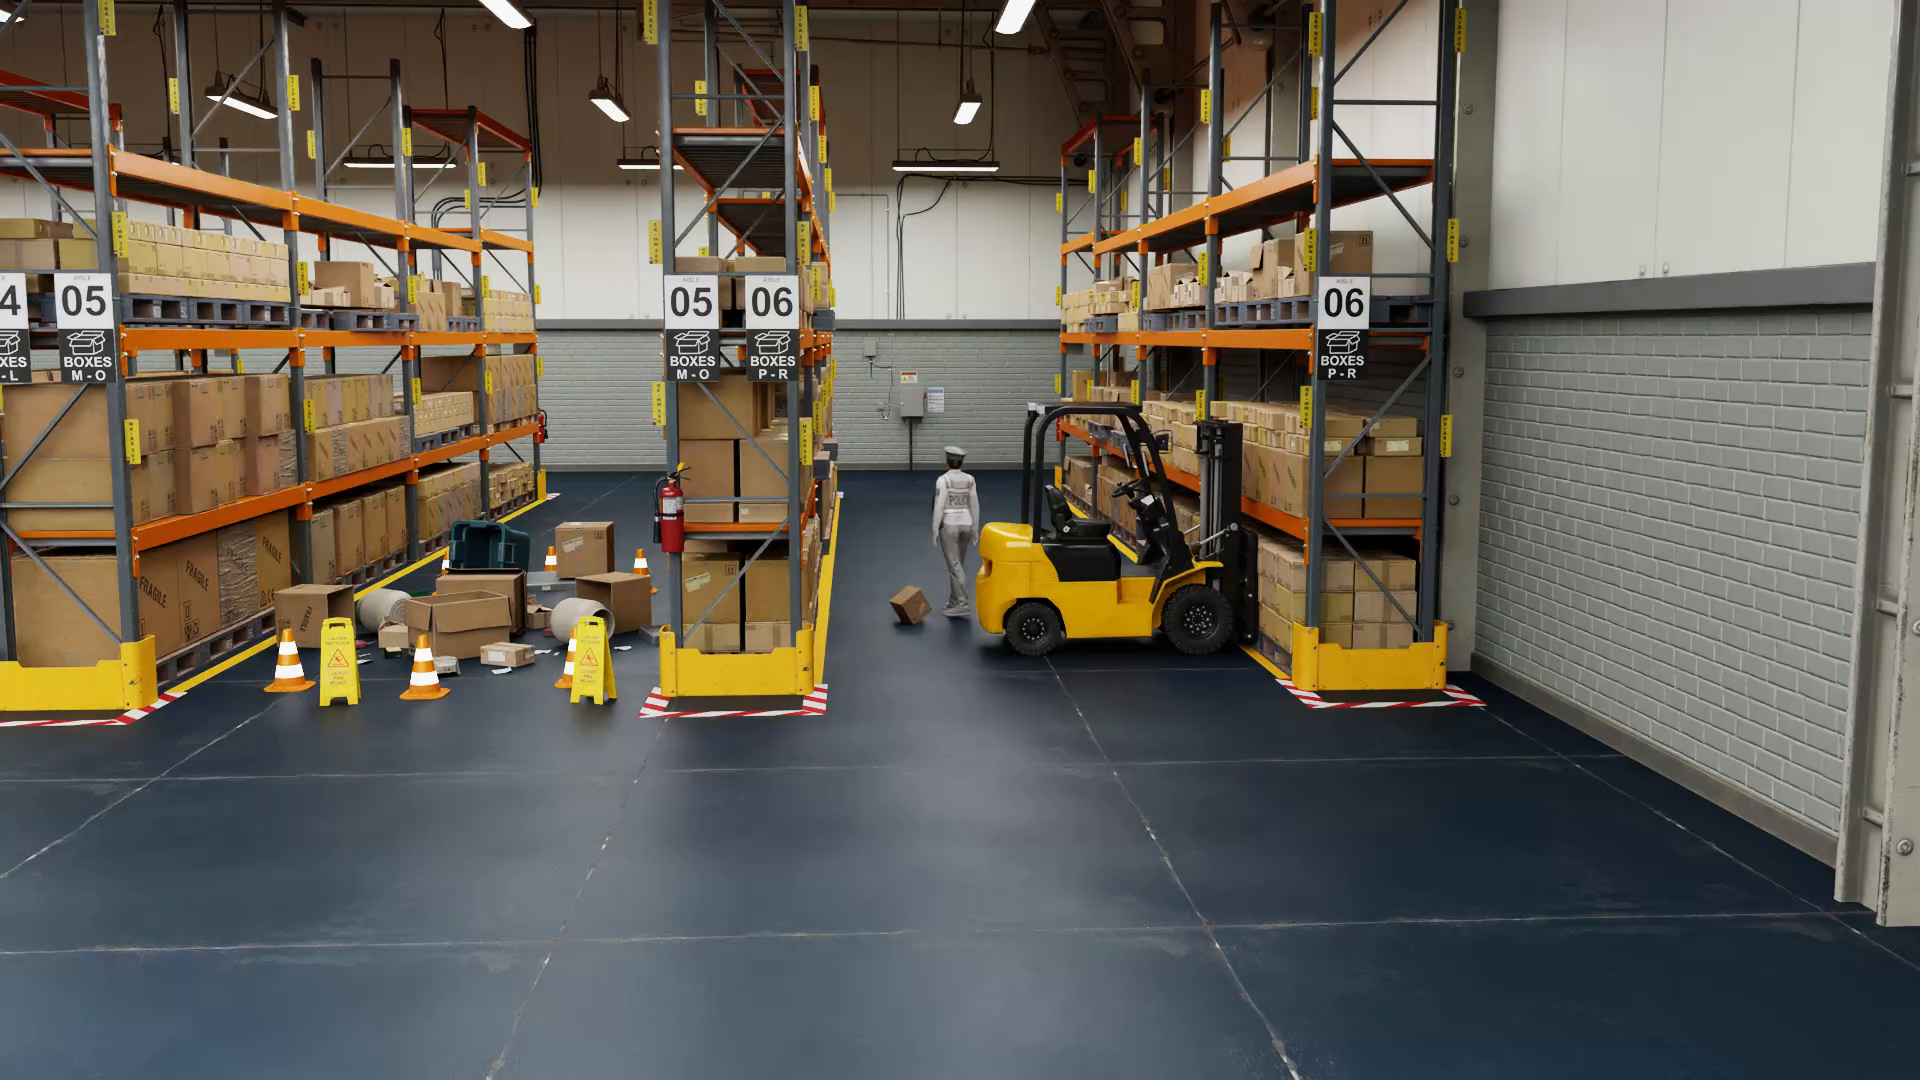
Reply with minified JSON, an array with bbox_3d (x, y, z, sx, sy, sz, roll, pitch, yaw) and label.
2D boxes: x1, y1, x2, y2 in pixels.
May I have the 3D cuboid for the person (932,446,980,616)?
[{"bbox_3d":[-0.044,-0.091,16.430,0.529,1.660,0.598,-6,9,-40],"label":"person"}]
